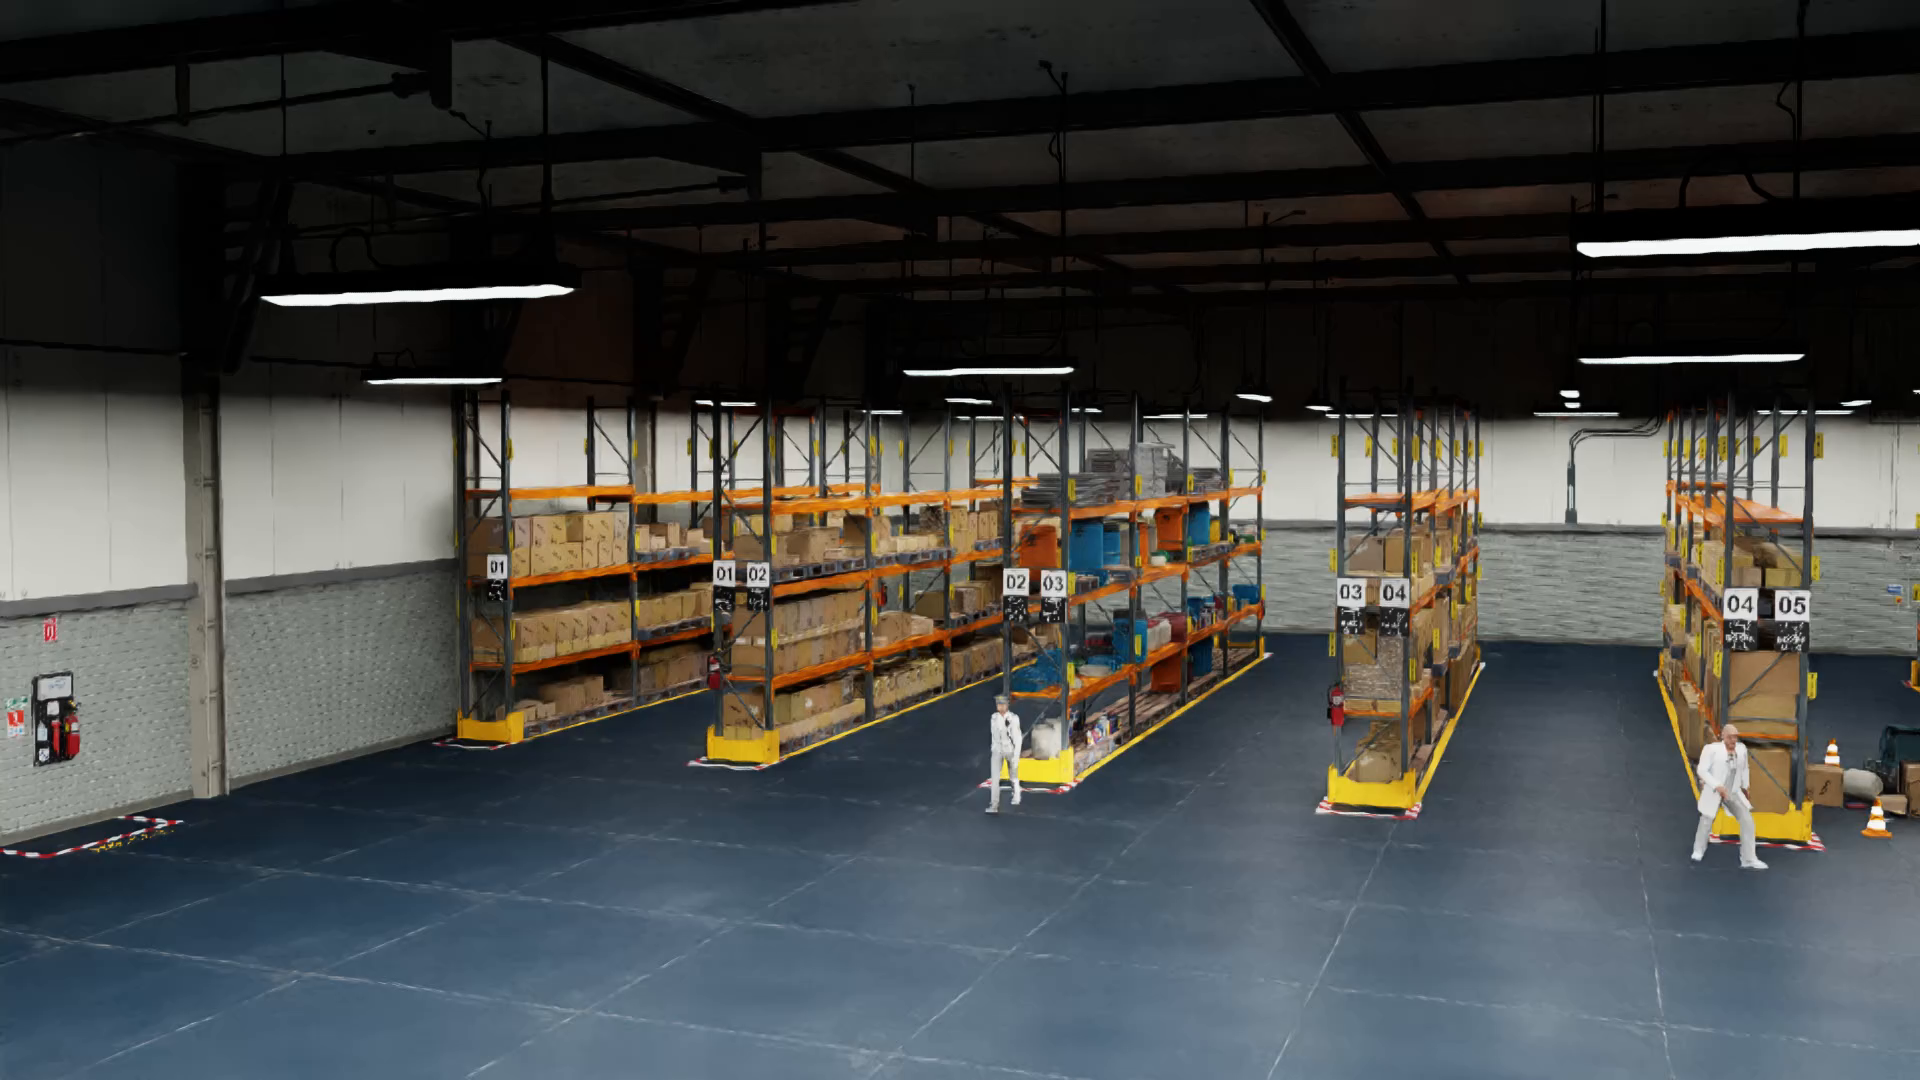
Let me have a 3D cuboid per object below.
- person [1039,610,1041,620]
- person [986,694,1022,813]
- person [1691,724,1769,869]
[{"bbox_3d":[2.520,1.609,46.614,0.733,1.640,0.559,-2,4,-34],"label":"person"},{"bbox_3d":[0.633,2.916,22.950,0.502,1.624,0.989,1,3,19],"label":"person"},{"bbox_3d":[9.163,3.028,19.928,0.737,1.699,0.880,0,3,3],"label":"person"}]
